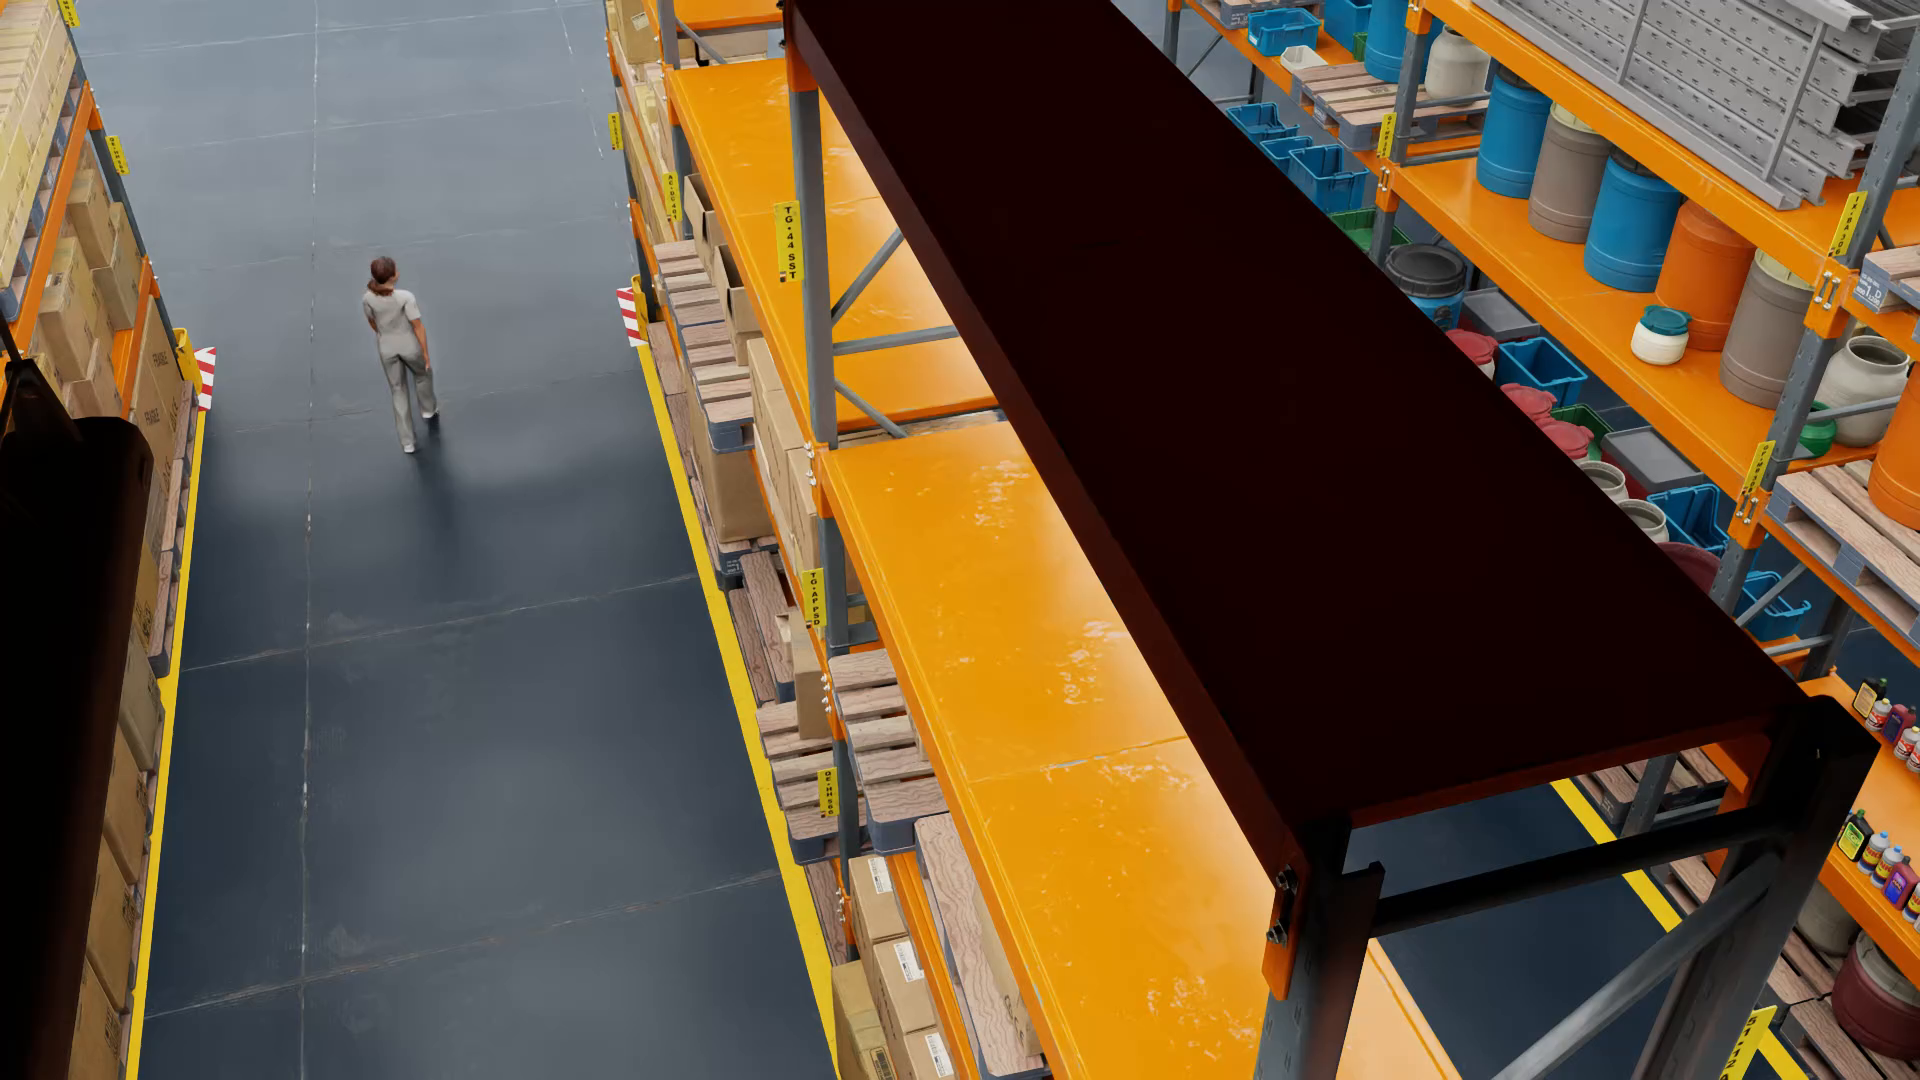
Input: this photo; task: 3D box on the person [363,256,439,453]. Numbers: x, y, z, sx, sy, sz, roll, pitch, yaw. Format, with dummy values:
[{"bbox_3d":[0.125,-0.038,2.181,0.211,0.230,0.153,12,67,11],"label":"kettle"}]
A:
[{"bbox_3d":[-4.505,-1.575,13.482,0.466,1.673,0.801,-3,38,-4],"label":"person"}]
